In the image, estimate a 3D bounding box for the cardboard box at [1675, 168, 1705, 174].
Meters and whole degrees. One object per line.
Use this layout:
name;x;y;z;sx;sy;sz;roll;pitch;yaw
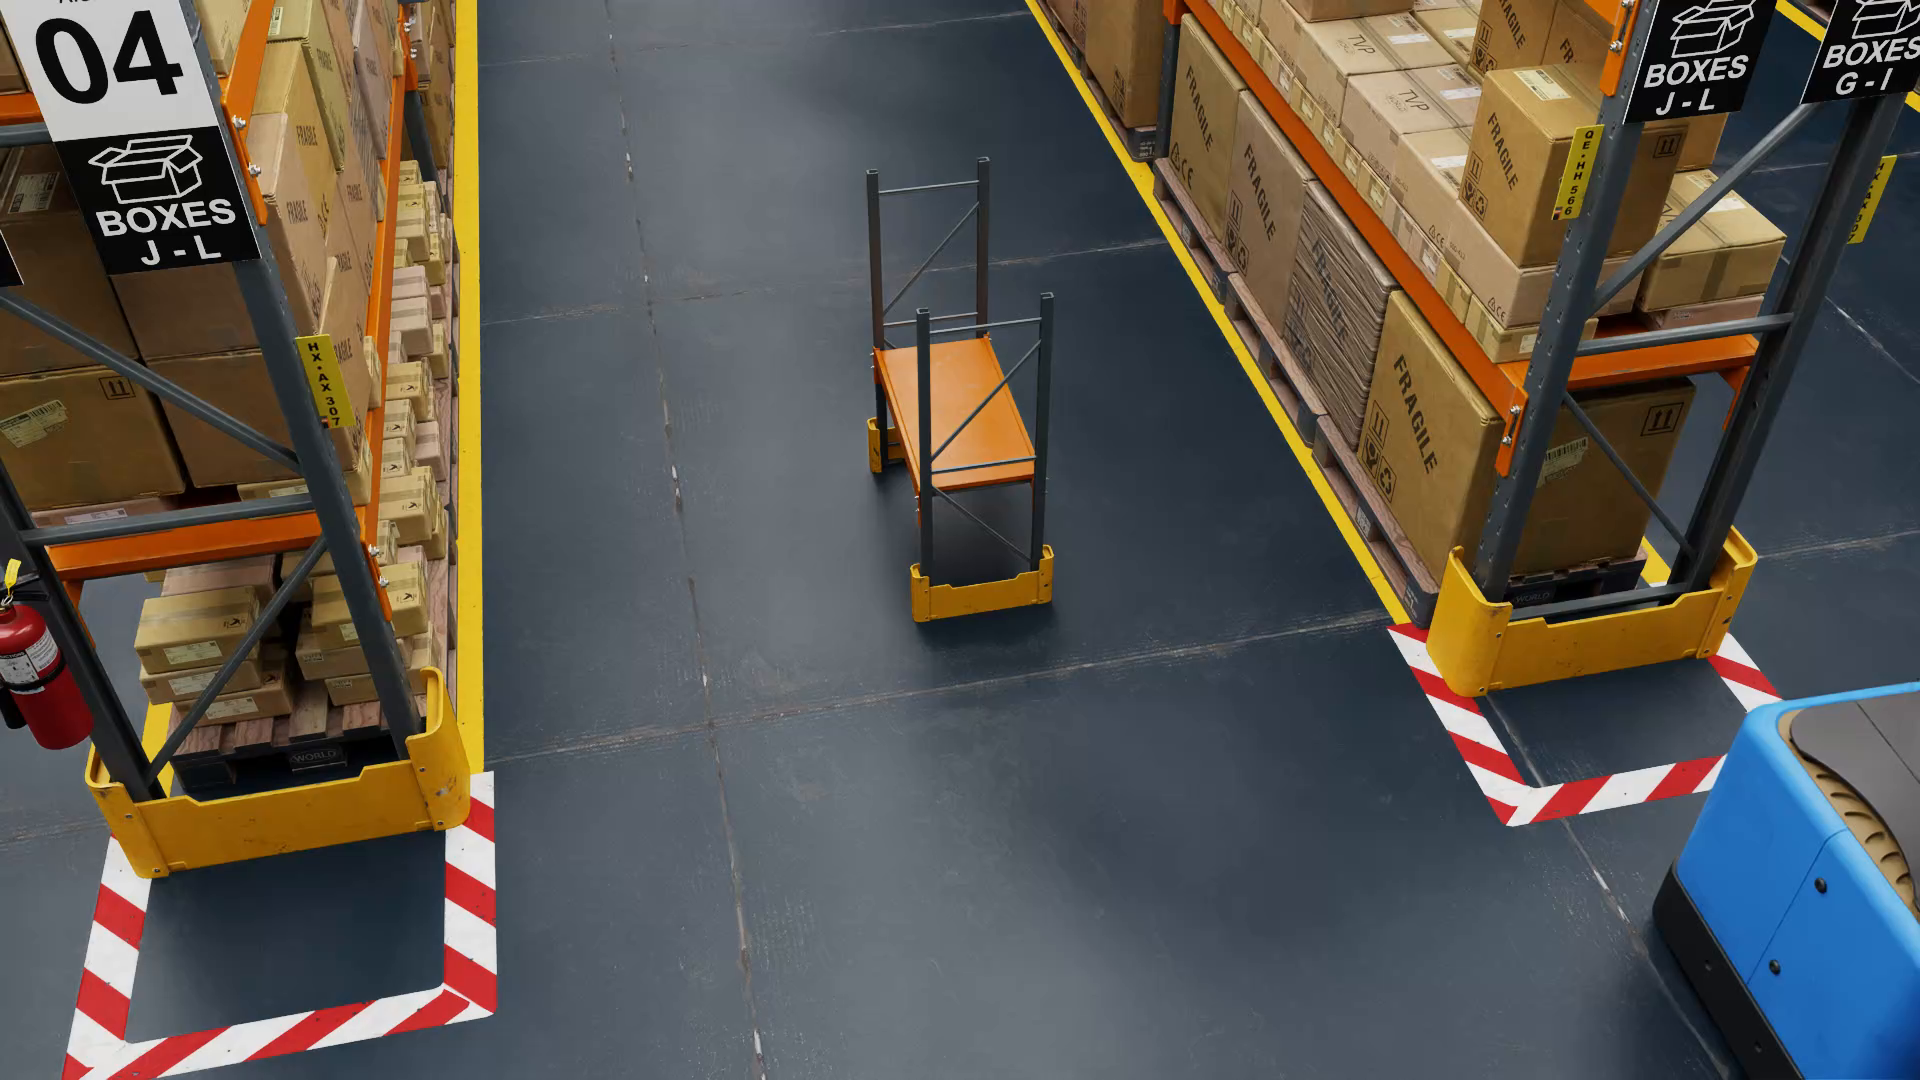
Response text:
cardboard box;2.524;-1.444;6.506;0.500;0.250;0.500;-9;42;-10

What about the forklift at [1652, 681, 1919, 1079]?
forklift;3.939;0.348;4.651;3.031;2.935;1.130;-7;42;-8

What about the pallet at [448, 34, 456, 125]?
pallet;-3.682;-2.904;10.363;1.003;0.211;1.213;-8;42;-9

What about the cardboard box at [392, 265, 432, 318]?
cardboard box;-2.632;-1.108;7.622;0.380;0.149;0.250;-10;43;-11

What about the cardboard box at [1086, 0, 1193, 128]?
cardboard box;1.461;-3.070;9.733;1.225;0.875;0.875;-8;42;-9

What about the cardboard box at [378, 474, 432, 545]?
cardboard box;-2.270;-0.102;6.489;0.380;0.149;0.250;-8;42;-9

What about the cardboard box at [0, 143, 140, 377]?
cardboard box;-2.724;-0.841;4.885;0.500;0.500;0.500;-9;42;-10

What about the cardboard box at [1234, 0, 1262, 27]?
cardboard box;1.567;-2.685;7.905;0.500;0.250;0.500;-9;42;-9

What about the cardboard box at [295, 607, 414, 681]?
cardboard box;-2.245;0.364;6.187;0.380;0.149;0.250;-7;42;-7

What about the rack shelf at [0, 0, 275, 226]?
rack shelf;-2.814;-2.207;5.759;1.077;0.370;4.000;-8;42;-9

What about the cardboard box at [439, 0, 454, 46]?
cardboard box;-3.474;-3.399;10.386;0.500;0.500;0.500;-10;43;-11

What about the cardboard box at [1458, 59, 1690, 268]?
cardboard box;2.120;-1.316;5.797;0.500;0.500;0.500;-8;42;-9

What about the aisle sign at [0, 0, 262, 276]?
aisle sign;-2.074;-1.025;4.187;0.394;0.787;0.004;-8;42;-9

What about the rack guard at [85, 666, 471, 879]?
rack guard;-2.399;0.828;5.941;1.175;0.500;0.348;-8;42;-9

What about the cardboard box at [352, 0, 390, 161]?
cardboard box;-2.649;-1.867;6.794;0.500;0.500;0.500;-9;42;-10

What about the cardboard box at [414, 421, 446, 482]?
cardboard box;-2.445;-0.359;7.226;0.380;0.149;0.250;-10;43;-11

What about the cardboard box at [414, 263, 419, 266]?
cardboard box;-2.764;-1.172;7.918;0.380;0.149;0.250;-8;42;-9

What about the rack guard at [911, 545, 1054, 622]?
rack guard;0.091;0.180;6.859;0.587;0.250;0.087;-8;42;-9

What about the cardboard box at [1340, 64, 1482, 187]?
cardboard box;1.899;-1.693;6.786;0.500;0.250;0.500;-10;43;-11

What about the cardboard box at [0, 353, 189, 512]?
cardboard box;-2.731;-0.461;5.210;0.500;0.500;0.500;-8;42;-8

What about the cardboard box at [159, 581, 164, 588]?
cardboard box;-2.889;0.103;6.482;0.380;0.149;0.250;-10;43;-11

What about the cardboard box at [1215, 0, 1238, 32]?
cardboard box;1.472;-2.621;8.133;0.380;0.149;0.250;-7;42;-8

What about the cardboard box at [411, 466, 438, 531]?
cardboard box;-2.338;-0.149;6.766;0.380;0.149;0.250;-7;42;-8

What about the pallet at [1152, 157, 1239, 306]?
pallet;1.707;-1.749;9.061;1.003;0.211;1.213;-8;42;-9

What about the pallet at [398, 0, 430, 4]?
pallet;-3.269;-3.095;8.621;1.003;0.211;1.213;-8;42;-9

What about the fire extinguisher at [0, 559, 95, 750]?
fire extinguisher;-2.779;0.340;4.946;0.296;0.674;0.183;-8;42;-9

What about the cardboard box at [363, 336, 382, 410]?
cardboard box;-2.234;-0.562;5.812;0.380;0.149;0.250;-9;42;-11

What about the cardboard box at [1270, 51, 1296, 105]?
cardboard box;1.638;-2.122;7.570;0.380;0.149;0.250;-8;42;-9

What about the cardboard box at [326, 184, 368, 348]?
cardboard box;-2.350;-0.880;5.682;0.500;0.500;0.500;-8;42;-9

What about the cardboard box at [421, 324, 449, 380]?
cardboard box;-2.605;-0.865;7.796;0.380;0.149;0.250;-8;42;-9

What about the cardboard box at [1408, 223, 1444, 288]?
cardboard box;1.973;-1.124;6.446;0.380;0.149;0.250;-8;42;-9

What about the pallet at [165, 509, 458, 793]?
pallet;-2.540;0.404;6.635;1.003;0.211;1.213;-8;42;-9

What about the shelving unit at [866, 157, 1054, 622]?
shelving unit;-0.016;-0.610;6.808;0.587;1.500;1.083;-8;42;-9

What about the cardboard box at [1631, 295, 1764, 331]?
cardboard box;2.728;-0.886;6.178;0.380;0.149;0.250;-8;42;-9

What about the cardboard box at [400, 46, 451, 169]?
cardboard box;-3.147;-2.390;9.249;0.500;0.500;0.500;-7;42;-8

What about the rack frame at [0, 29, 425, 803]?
rack frame;-2.383;-0.057;5.055;1.000;3.000;0.127;-8;42;-9

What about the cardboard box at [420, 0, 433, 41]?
cardboard box;-3.265;-3.015;9.388;0.500;0.250;0.500;-7;42;-8

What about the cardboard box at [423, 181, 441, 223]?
cardboard box;-2.868;-1.694;8.506;0.380;0.149;0.250;-8;42;-8

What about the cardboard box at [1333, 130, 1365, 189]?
cardboard box;1.805;-1.622;7.007;0.380;0.149;0.250;-8;42;-9

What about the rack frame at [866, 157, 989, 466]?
rack frame;-0.128;-0.946;7.186;0.500;1.500;0.032;-8;42;-9

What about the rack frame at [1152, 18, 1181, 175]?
rack frame;1.619;-3.295;8.703;1.000;3.000;0.127;-8;42;-9

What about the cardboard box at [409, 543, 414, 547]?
cardboard box;-2.380;0.148;6.655;0.380;0.149;0.250;-8;42;-9

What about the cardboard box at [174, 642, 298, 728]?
cardboard box;-2.700;0.540;6.213;0.380;0.149;0.250;-8;42;-9

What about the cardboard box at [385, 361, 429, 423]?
cardboard box;-2.467;-0.609;7.060;0.380;0.149;0.250;-8;42;-9

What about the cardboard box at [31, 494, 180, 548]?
cardboard box;-2.729;-0.134;5.331;0.380;0.149;0.250;-8;42;-9

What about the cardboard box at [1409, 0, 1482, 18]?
cardboard box;2.195;-2.436;7.624;0.500;0.250;0.500;-8;42;-8

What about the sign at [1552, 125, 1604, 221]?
sign;1.949;-1.156;5.242;0.100;0.325;0.005;-8;42;-9

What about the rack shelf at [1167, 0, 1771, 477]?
rack shelf;2.050;-1.730;7.481;1.077;0.370;4.000;-8;42;-9

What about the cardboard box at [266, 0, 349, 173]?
cardboard box;-2.426;-1.576;5.713;0.500;0.500;0.500;-9;42;-10

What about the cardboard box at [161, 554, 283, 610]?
cardboard box;-2.743;0.151;6.203;0.380;0.149;0.250;-8;42;-8

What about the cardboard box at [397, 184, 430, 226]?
cardboard box;-2.821;-1.610;8.188;0.380;0.149;0.250;-8;42;-9

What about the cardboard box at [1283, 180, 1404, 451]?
cardboard box;2.070;-1.058;7.467;0.875;0.875;0.875;-8;42;-9
